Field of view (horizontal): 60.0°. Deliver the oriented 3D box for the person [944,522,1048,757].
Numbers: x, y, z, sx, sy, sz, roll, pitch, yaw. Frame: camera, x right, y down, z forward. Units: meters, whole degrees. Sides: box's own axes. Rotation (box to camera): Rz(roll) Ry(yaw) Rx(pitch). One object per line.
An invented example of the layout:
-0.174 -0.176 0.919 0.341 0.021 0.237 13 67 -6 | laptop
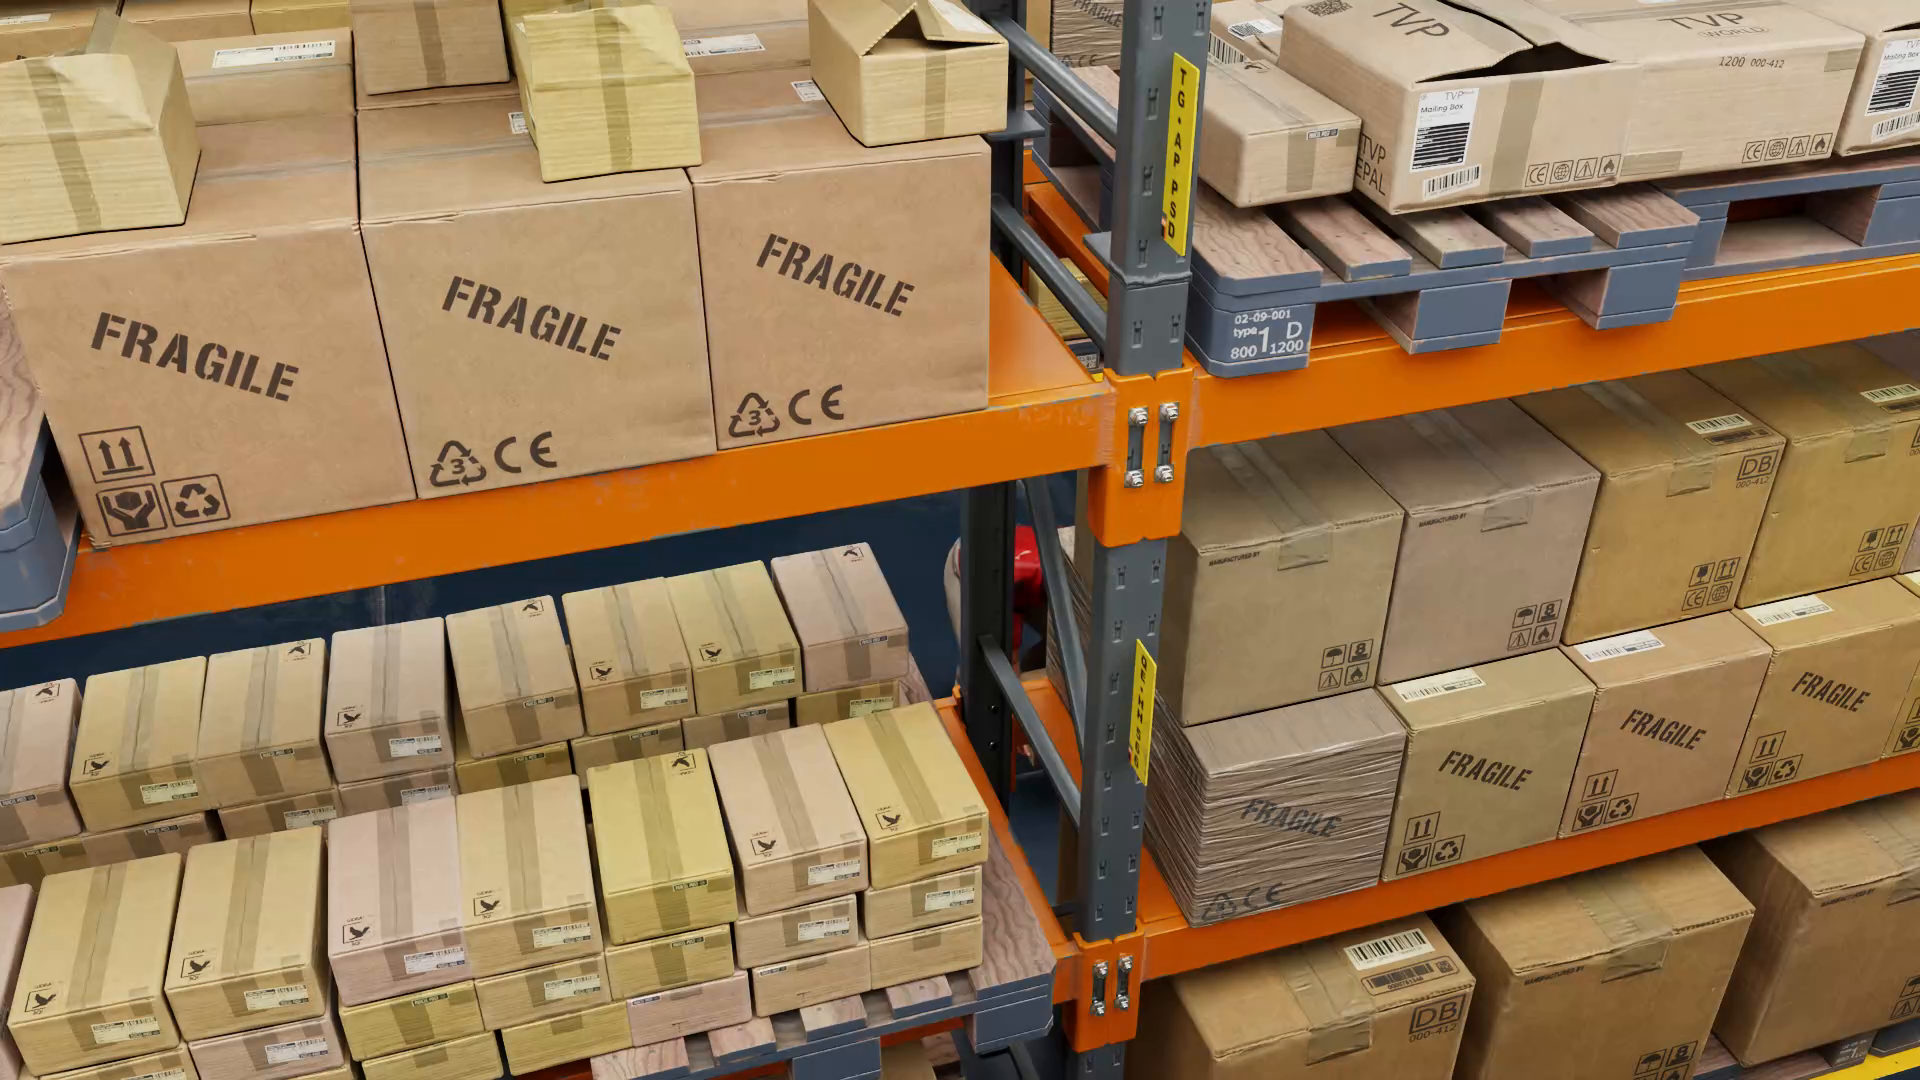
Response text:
0.255 0.327 6.352 0.536 0.977 0.908 -11 35 -16 | person
